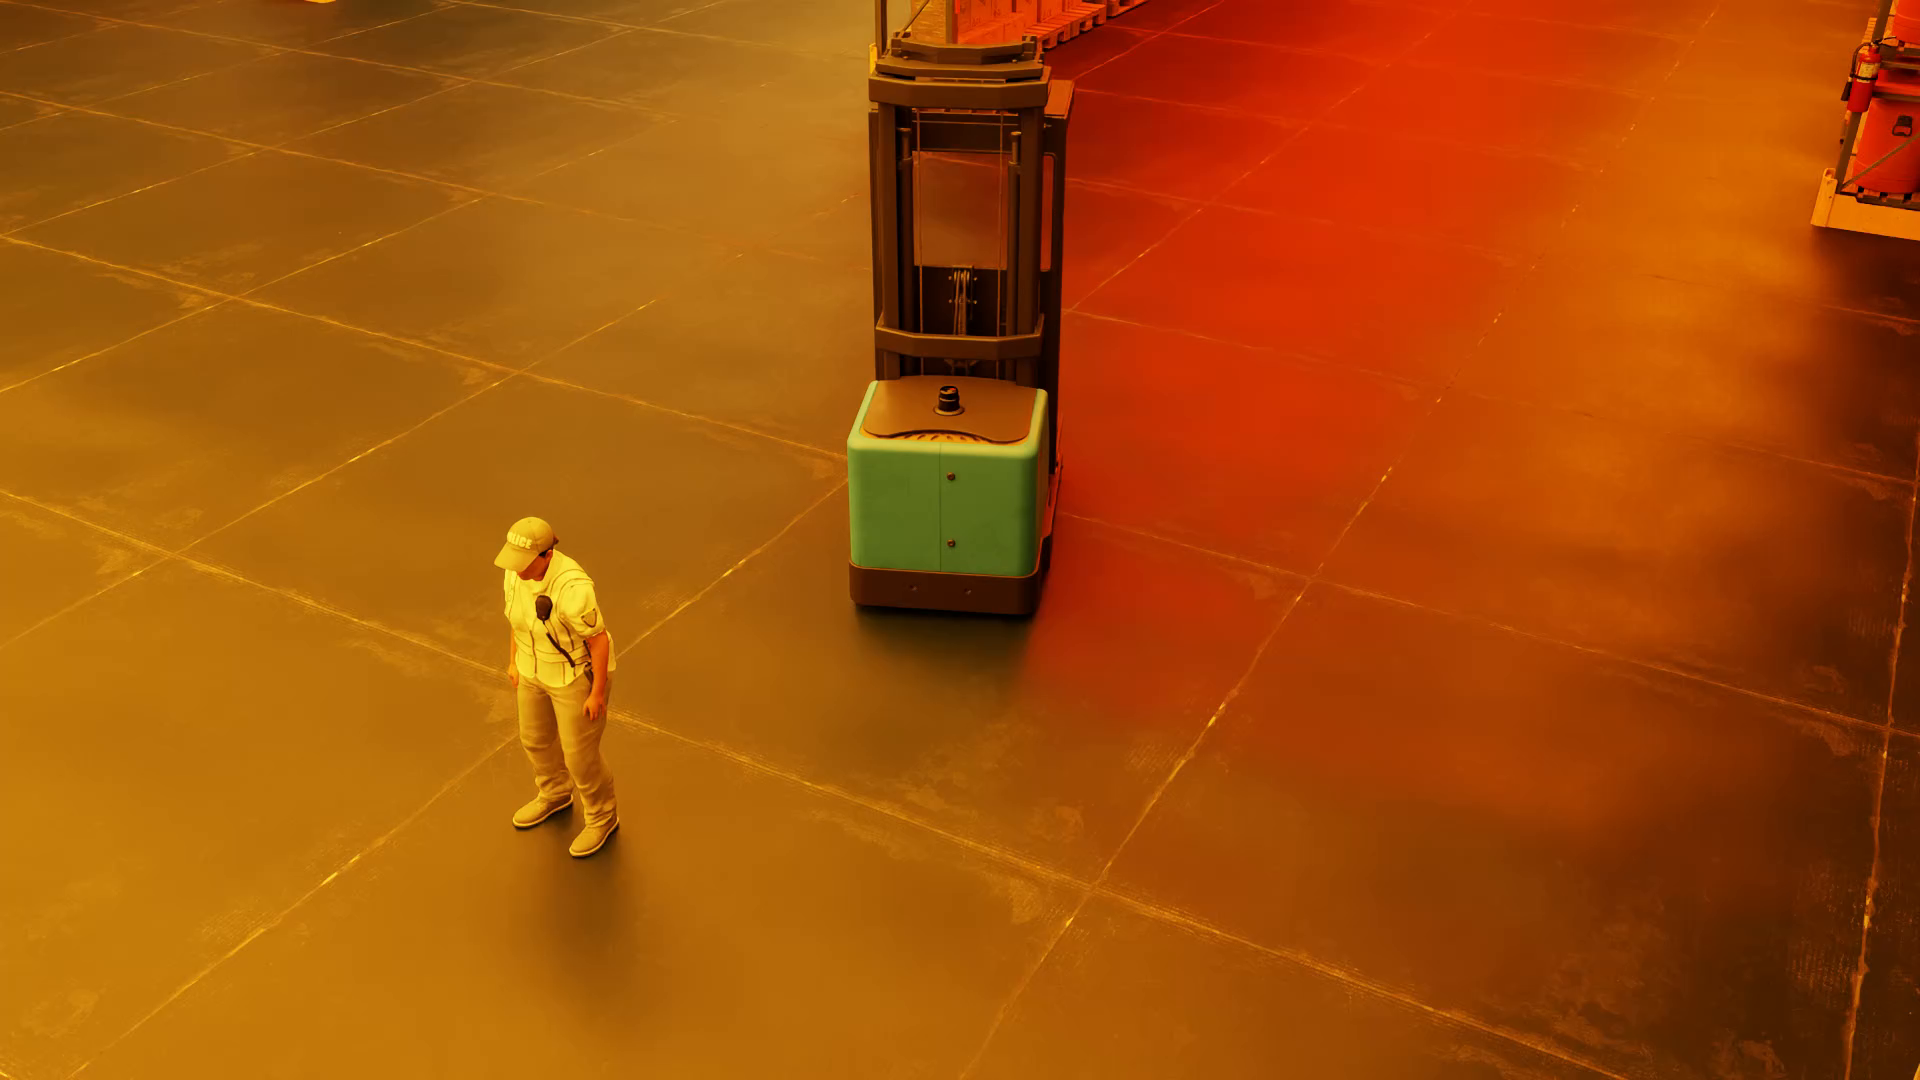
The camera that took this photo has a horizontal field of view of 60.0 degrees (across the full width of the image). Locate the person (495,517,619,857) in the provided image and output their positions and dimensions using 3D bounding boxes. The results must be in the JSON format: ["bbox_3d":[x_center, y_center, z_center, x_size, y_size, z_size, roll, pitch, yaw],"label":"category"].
[{"bbox_3d":[-1.781,0.605,7.290,0.554,1.666,0.469,17,34,27],"label":"person"}]

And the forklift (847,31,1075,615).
[{"bbox_3d":[0.072,-1.572,9.794,1.130,2.935,3.031,3,30,6],"label":"forklift"}]
